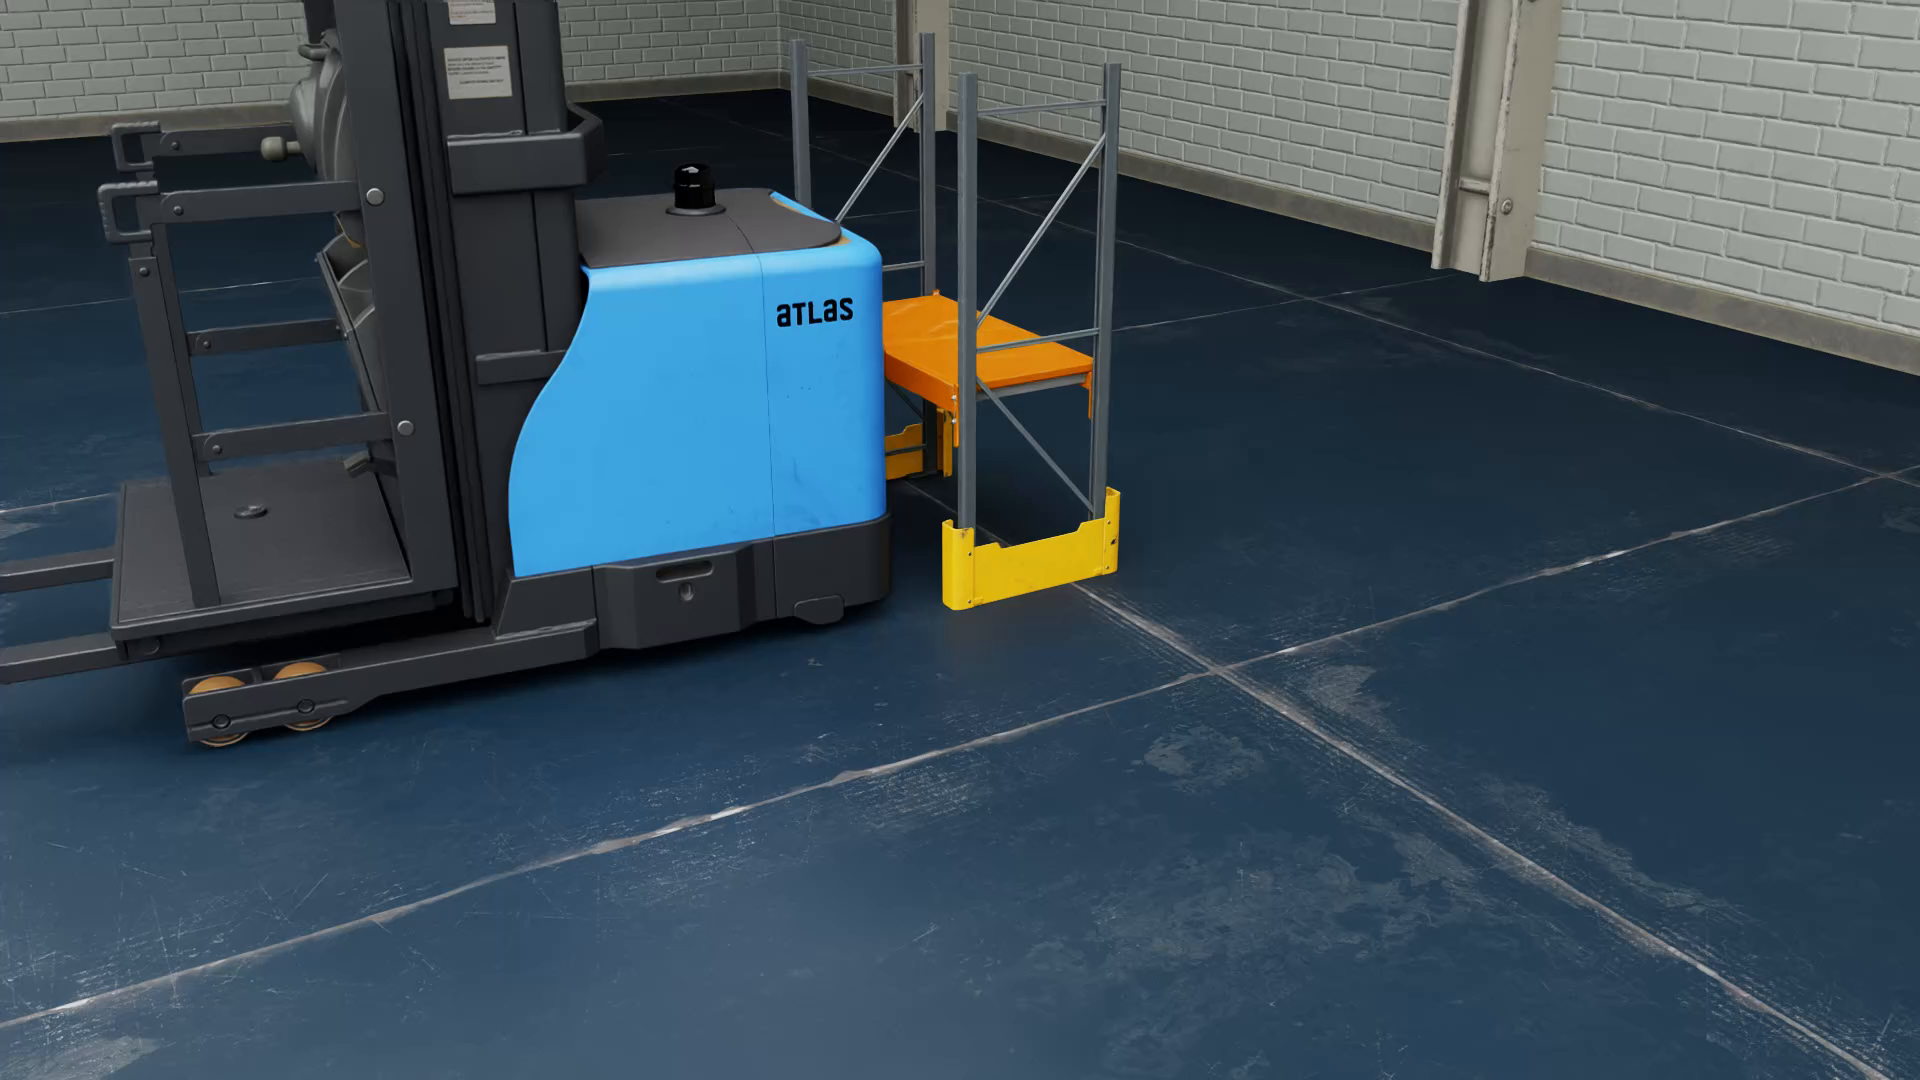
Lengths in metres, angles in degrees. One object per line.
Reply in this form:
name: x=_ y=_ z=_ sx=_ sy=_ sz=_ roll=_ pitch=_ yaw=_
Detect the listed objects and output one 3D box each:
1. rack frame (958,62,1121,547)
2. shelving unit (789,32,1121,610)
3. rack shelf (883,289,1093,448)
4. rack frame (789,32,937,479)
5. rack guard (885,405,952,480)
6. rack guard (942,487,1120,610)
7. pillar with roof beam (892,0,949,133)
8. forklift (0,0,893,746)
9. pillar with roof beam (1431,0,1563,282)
rack frame: x=0.216 y=-0.558 z=4.692 sx=0.500 sy=1.500 sz=0.032 roll=-13 pitch=25 yaw=-28
shelving unit: x=-0.039 y=-0.719 z=5.090 sx=0.587 sy=1.500 sz=1.083 roll=-13 pitch=25 yaw=-28
rack shelf: x=-0.044 y=-0.556 z=5.165 sx=0.538 sy=0.185 sz=1.000 roll=-13 pitch=25 yaw=-28
rack frame: x=-0.303 y=-0.887 z=5.502 sx=0.500 sy=1.500 sz=0.032 roll=-13 pitch=25 yaw=-28
rack guard: x=-0.293 y=-0.302 z=5.722 sx=0.587 sy=0.250 sz=0.087 roll=-13 pitch=25 yaw=-28
rack guard: x=0.215 y=0.021 z=4.928 sx=0.587 sy=0.250 sz=0.087 roll=-13 pitch=25 yaw=-28
pillar with roof beam: x=-4.016 y=-6.708 z=9.865 sx=9.100 sy=9.000 sz=0.400 roll=-13 pitch=25 yaw=-28
forklift: x=-1.757 y=-1.080 z=4.075 sx=3.031 sy=2.935 sz=1.130 roll=-9 pitch=24 yaw=-22
pillar with roof beam: x=-0.951 y=-4.766 z=5.086 sx=9.100 sy=9.000 sz=0.400 roll=-13 pitch=25 yaw=-28
